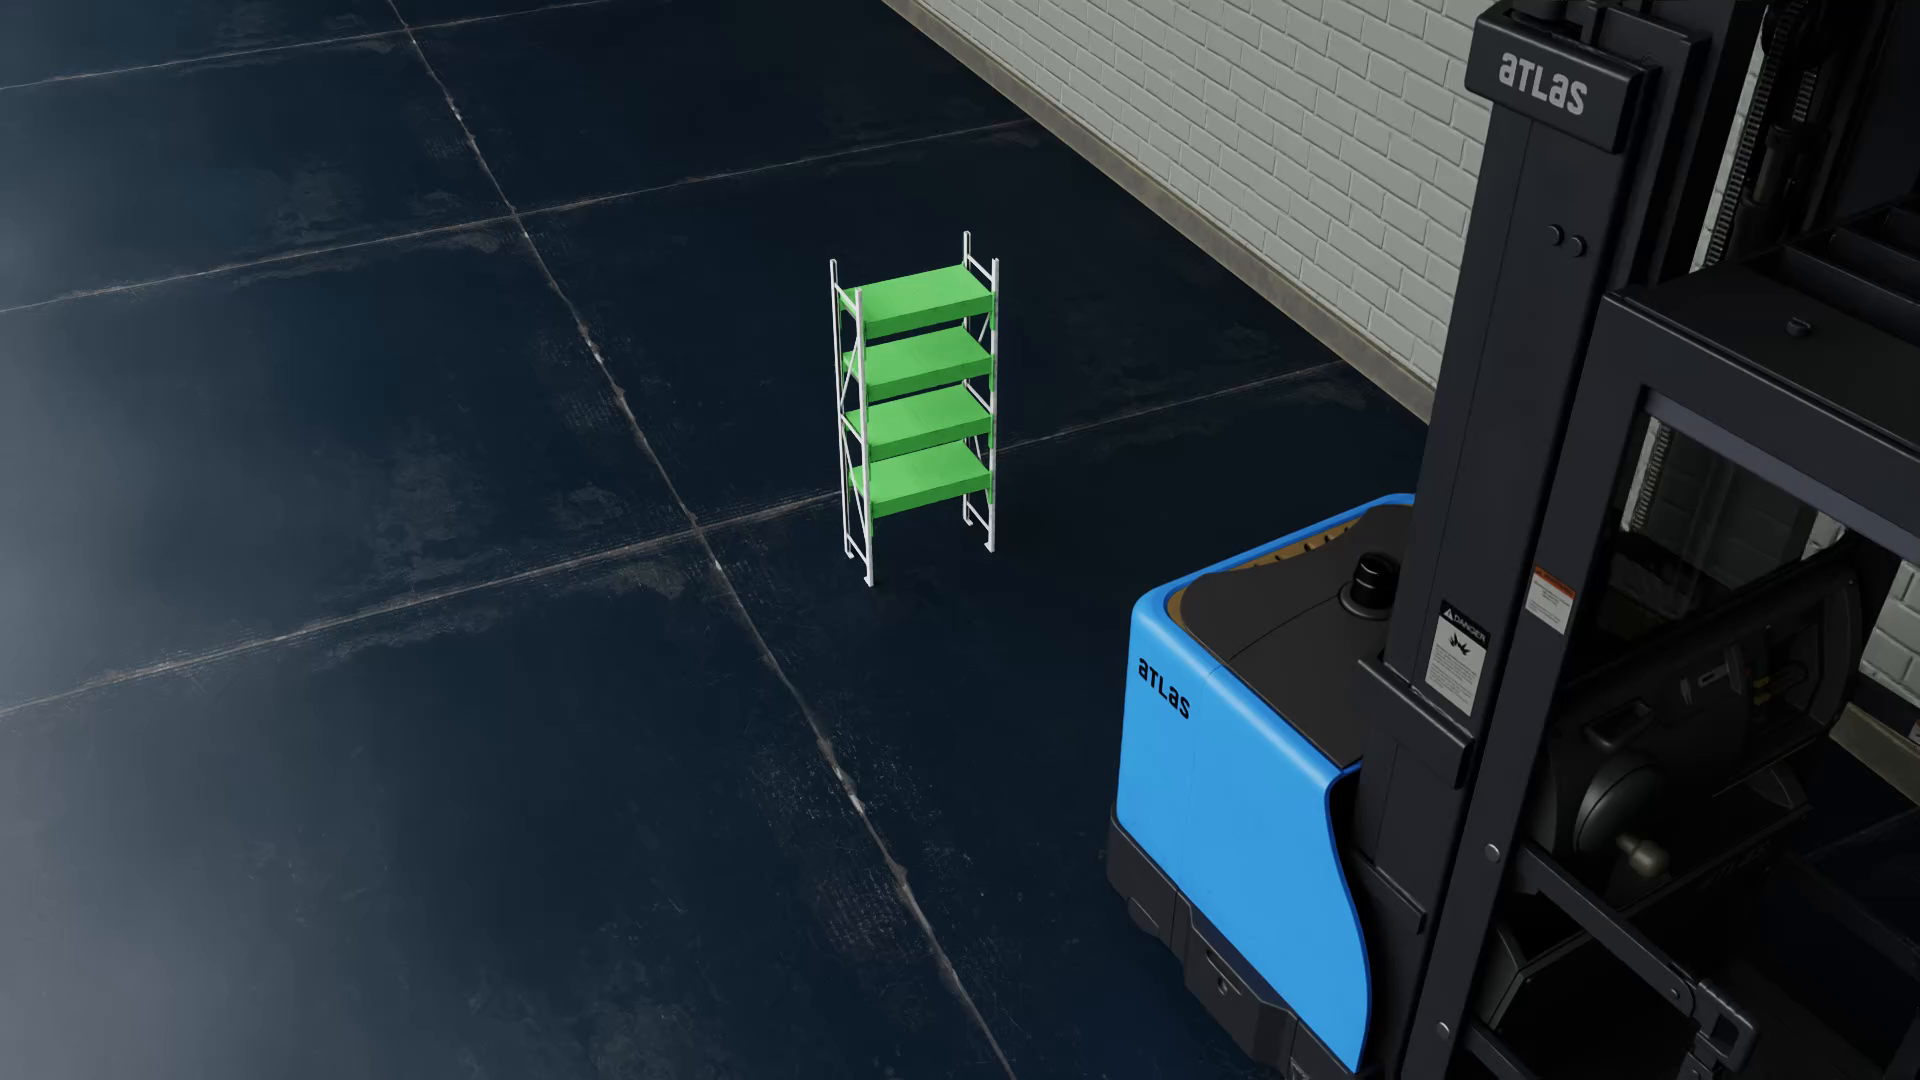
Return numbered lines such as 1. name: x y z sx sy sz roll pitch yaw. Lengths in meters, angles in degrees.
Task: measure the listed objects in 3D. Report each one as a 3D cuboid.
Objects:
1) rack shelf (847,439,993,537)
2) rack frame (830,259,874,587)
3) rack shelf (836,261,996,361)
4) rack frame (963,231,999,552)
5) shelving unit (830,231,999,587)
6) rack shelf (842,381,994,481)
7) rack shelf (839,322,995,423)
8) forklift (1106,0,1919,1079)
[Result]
1. rack shelf: -0.150 -0.196 6.017 0.480 0.148 0.258 -16 39 -20
2. rack frame: -0.371 -0.378 5.753 0.015 1.200 0.240 -16 39 -20
3. rack shelf: -0.150 -0.774 5.588 0.480 0.148 0.258 -16 39 -20
4. rack frame: 0.071 -0.502 5.919 0.015 1.200 0.240 -16 39 -20
5. shelving unit: -0.150 -0.440 5.836 0.503 1.200 0.258 -16 39 -20
6. rack shelf: -0.150 -0.389 5.874 0.480 0.148 0.258 -16 39 -20
7. rack shelf: -0.150 -0.581 5.731 0.480 0.148 0.258 -16 39 -20
8. forklift: 1.621 0.430 3.210 1.130 2.935 3.031 -20 41 -25
